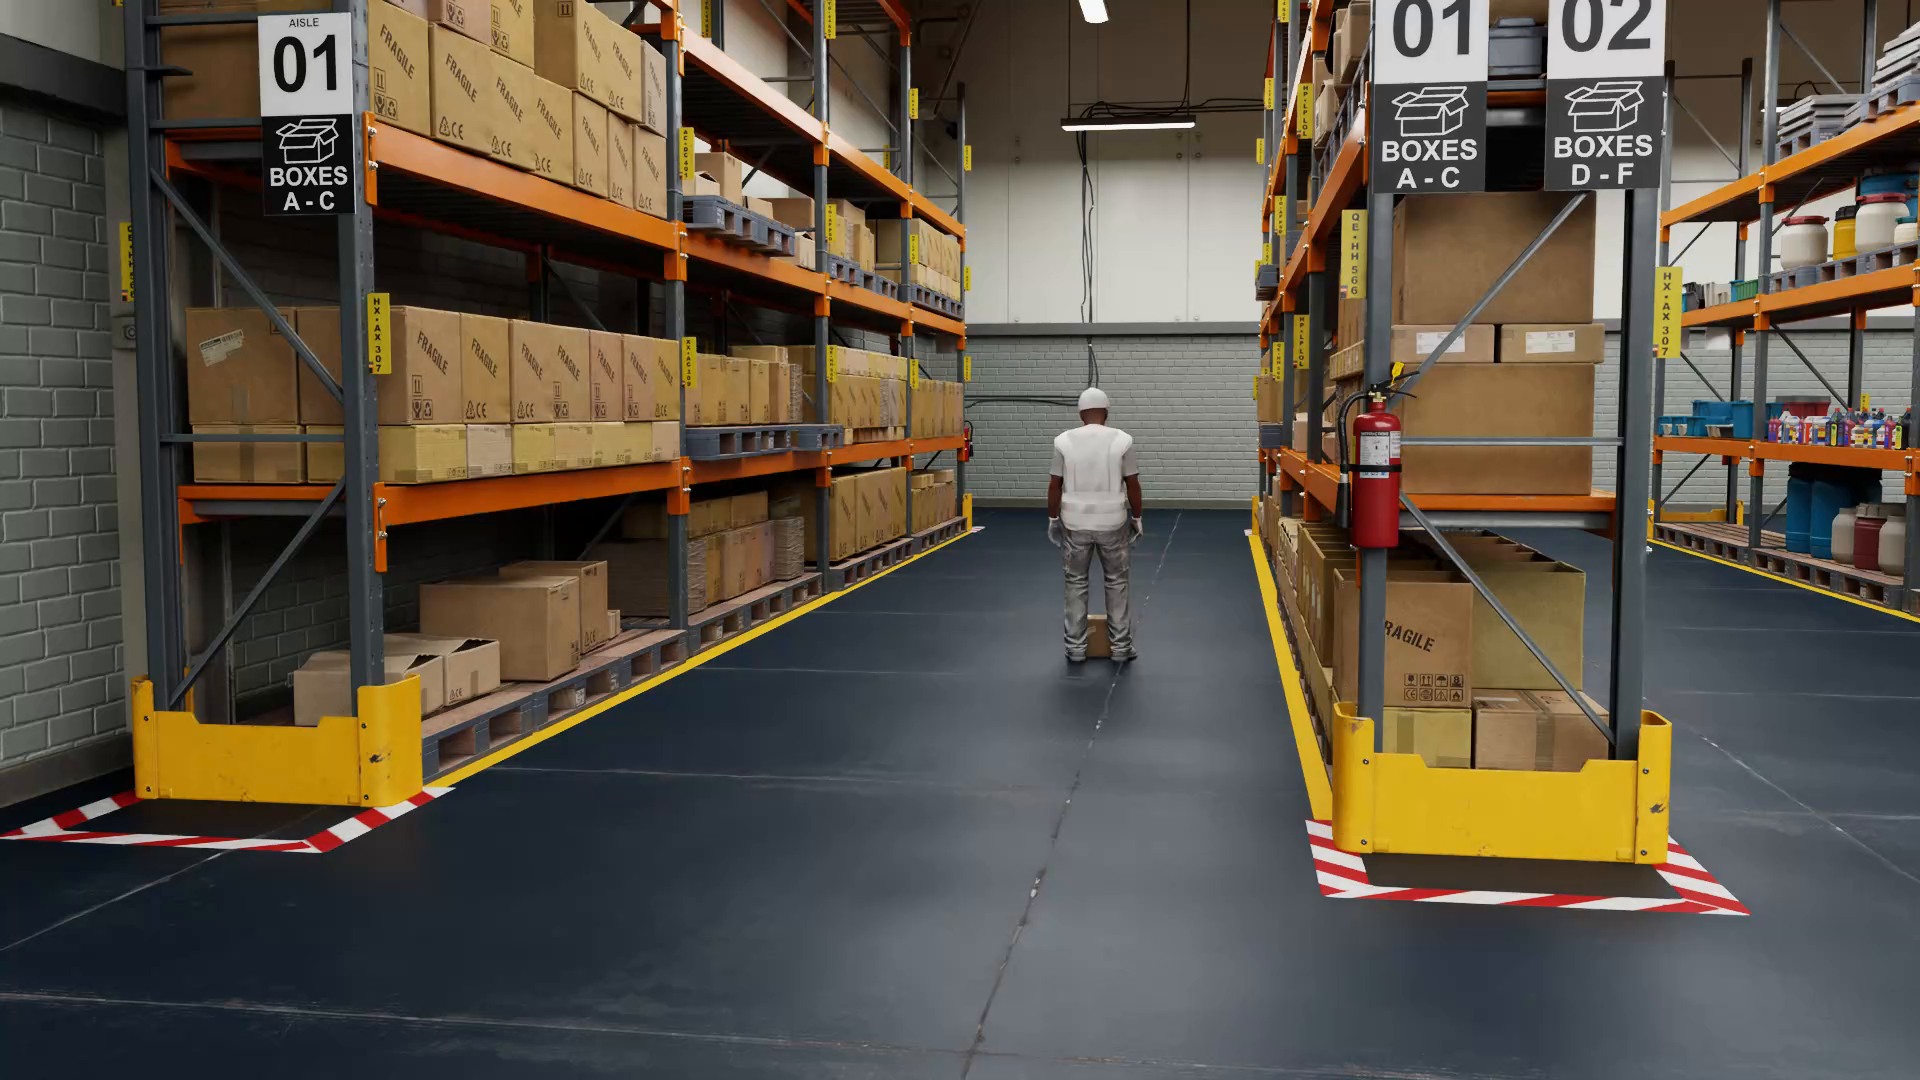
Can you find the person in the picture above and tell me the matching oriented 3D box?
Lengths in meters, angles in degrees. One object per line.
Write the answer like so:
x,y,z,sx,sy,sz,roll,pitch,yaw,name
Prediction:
0.883,-0.102,10.834,0.617,1.775,0.446,1,4,9,person
